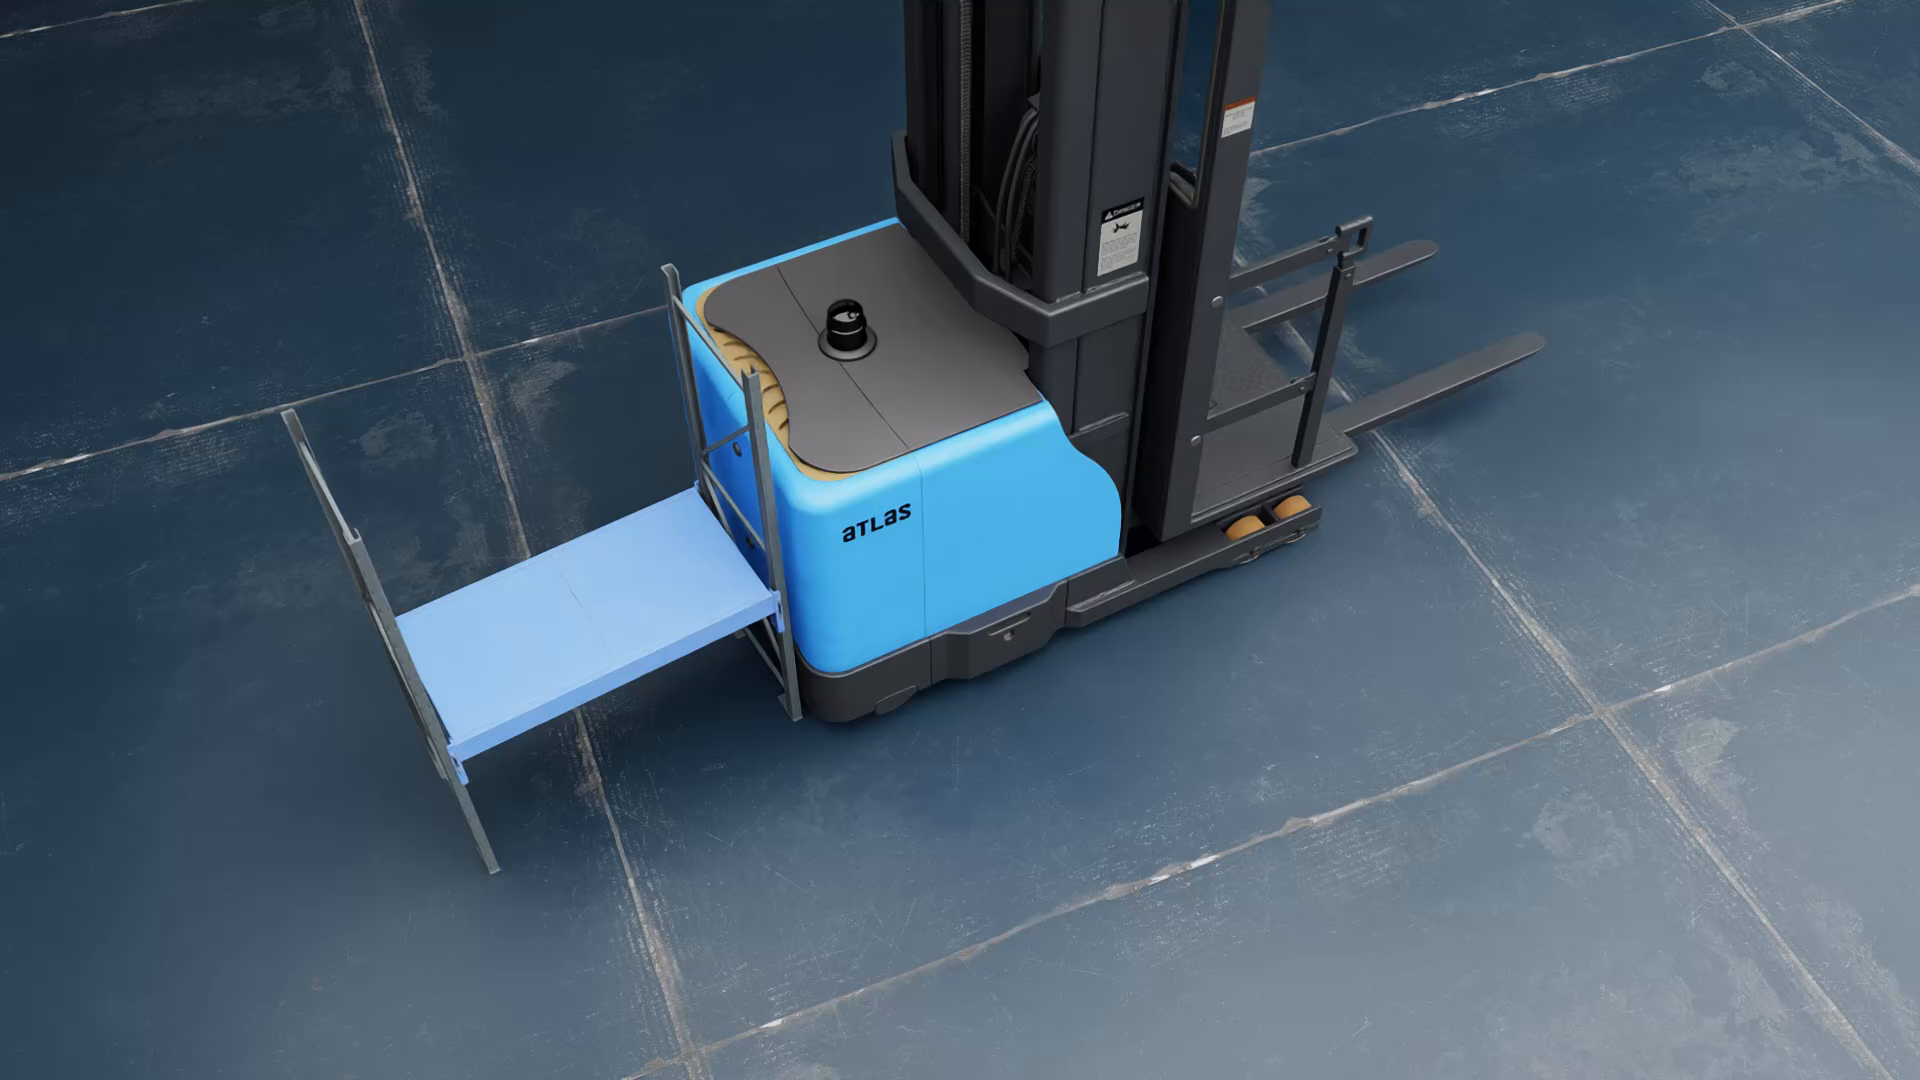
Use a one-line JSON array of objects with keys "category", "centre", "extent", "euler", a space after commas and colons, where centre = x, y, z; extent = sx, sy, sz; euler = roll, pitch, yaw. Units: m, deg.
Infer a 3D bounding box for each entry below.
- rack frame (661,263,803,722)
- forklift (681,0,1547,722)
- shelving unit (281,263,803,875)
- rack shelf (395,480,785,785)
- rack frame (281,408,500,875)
[{"category": "rack frame", "centre": [-0.645, -0.079, 4.829], "extent": [0.032, 1.500, 0.500], "euler": [-26, 54, -20]}, {"category": "forklift", "centre": [0.658, -1.208, 4.856], "extent": [3.031, 2.935, 1.130], "euler": [-22, 53, -18]}, {"category": "shelving unit", "centre": [-1.074, 0.127, 4.652], "extent": [1.048, 1.500, 0.538], "euler": [-26, 54, -20]}, {"category": "rack shelf", "centre": [-1.074, 0.244, 4.789], "extent": [1.000, 0.185, 0.538], "euler": [-26, 54, -20]}, {"category": "rack frame", "centre": [-1.504, 0.333, 4.475], "extent": [0.032, 1.500, 0.500], "euler": [-26, 54, -20]}]
